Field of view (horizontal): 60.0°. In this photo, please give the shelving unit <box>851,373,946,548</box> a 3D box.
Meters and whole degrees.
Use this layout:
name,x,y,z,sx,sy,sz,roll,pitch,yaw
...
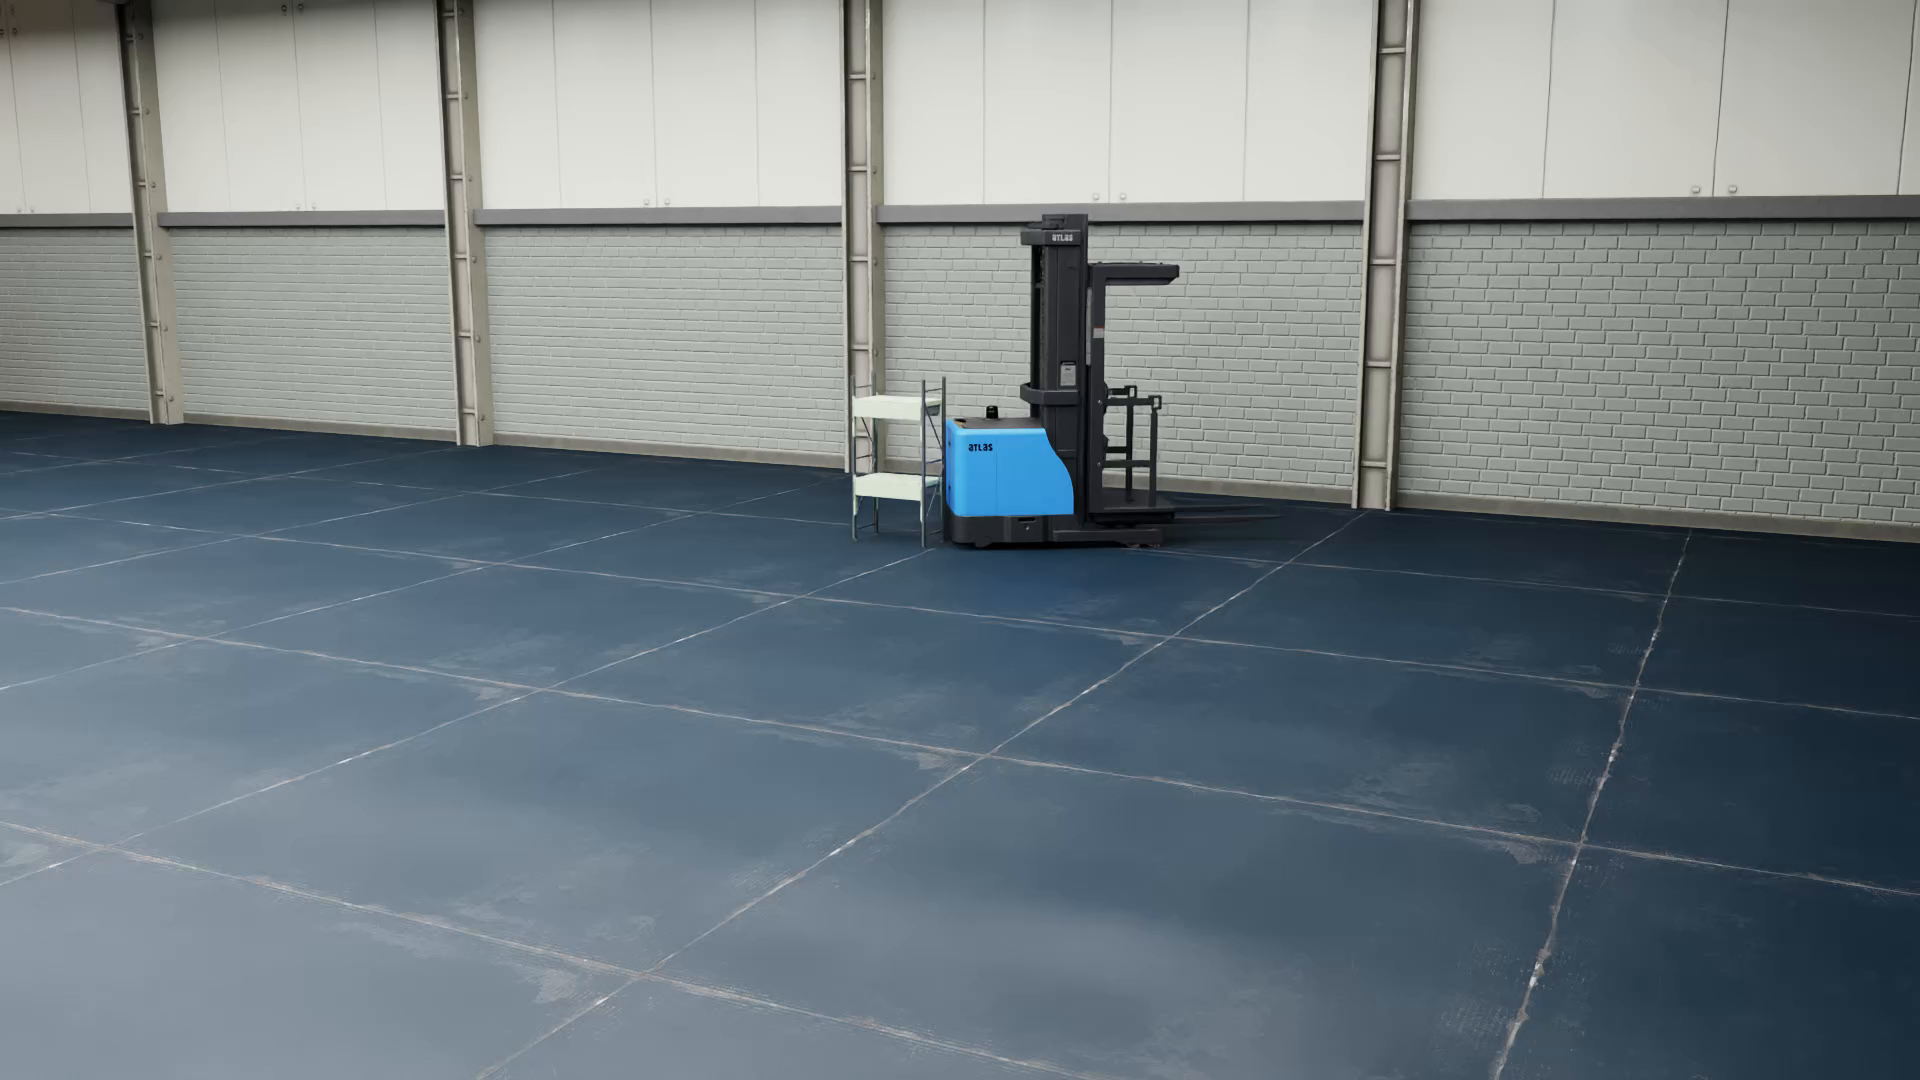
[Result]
name,x,y,z,sx,sy,sz,roll,pitch,yaw
shelving unit,-0.553,-0.730,15.074,0.755,1.500,0.431,6,12,29

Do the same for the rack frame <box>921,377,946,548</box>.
name,x,y,z,sx,sy,sz,roll,pitch,yaw
rack frame,-0.234,-0.698,14.897,0.023,1.500,0.400,6,12,29

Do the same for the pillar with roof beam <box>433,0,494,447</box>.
name,x,y,z,sx,sy,sz,roll,pitch,yaw
pillar with roof beam,-8.406,-5.023,17.736,0.400,9.000,9.100,5,11,26

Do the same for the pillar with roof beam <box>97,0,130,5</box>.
name,x,y,z,sx,sy,sz,roll,pitch,yaw
pillar with roof beam,-13.871,-8.424,19.645,0.548,2.987,8.718,5,11,26

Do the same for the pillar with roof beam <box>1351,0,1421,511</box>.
name,x,y,z,sx,sy,sz,roll,pitch,yaw
pillar with roof beam,2.356,-4.077,12.512,0.400,9.000,9.100,5,11,26

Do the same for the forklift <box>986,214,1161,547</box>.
name,x,y,z,sx,sy,sz,roll,pitch,yaw
forklift,1.400,-1.465,15.112,3.031,2.935,1.121,-1,10,-7

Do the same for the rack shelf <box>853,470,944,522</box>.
name,x,y,z,sx,sy,sz,roll,pitch,yaw
rack shelf,-0.553,-0.409,15.132,0.720,0.370,0.431,6,12,29

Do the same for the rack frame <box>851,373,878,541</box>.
name,x,y,z,sx,sy,sz,roll,pitch,yaw
rack frame,-0.872,-0.762,15.250,0.023,1.500,0.400,6,12,29

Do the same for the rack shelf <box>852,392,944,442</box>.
name,x,y,z,sx,sy,sz,roll,pitch,yaw
rack shelf,-0.553,-1.114,15.004,0.720,0.370,0.431,6,12,29
